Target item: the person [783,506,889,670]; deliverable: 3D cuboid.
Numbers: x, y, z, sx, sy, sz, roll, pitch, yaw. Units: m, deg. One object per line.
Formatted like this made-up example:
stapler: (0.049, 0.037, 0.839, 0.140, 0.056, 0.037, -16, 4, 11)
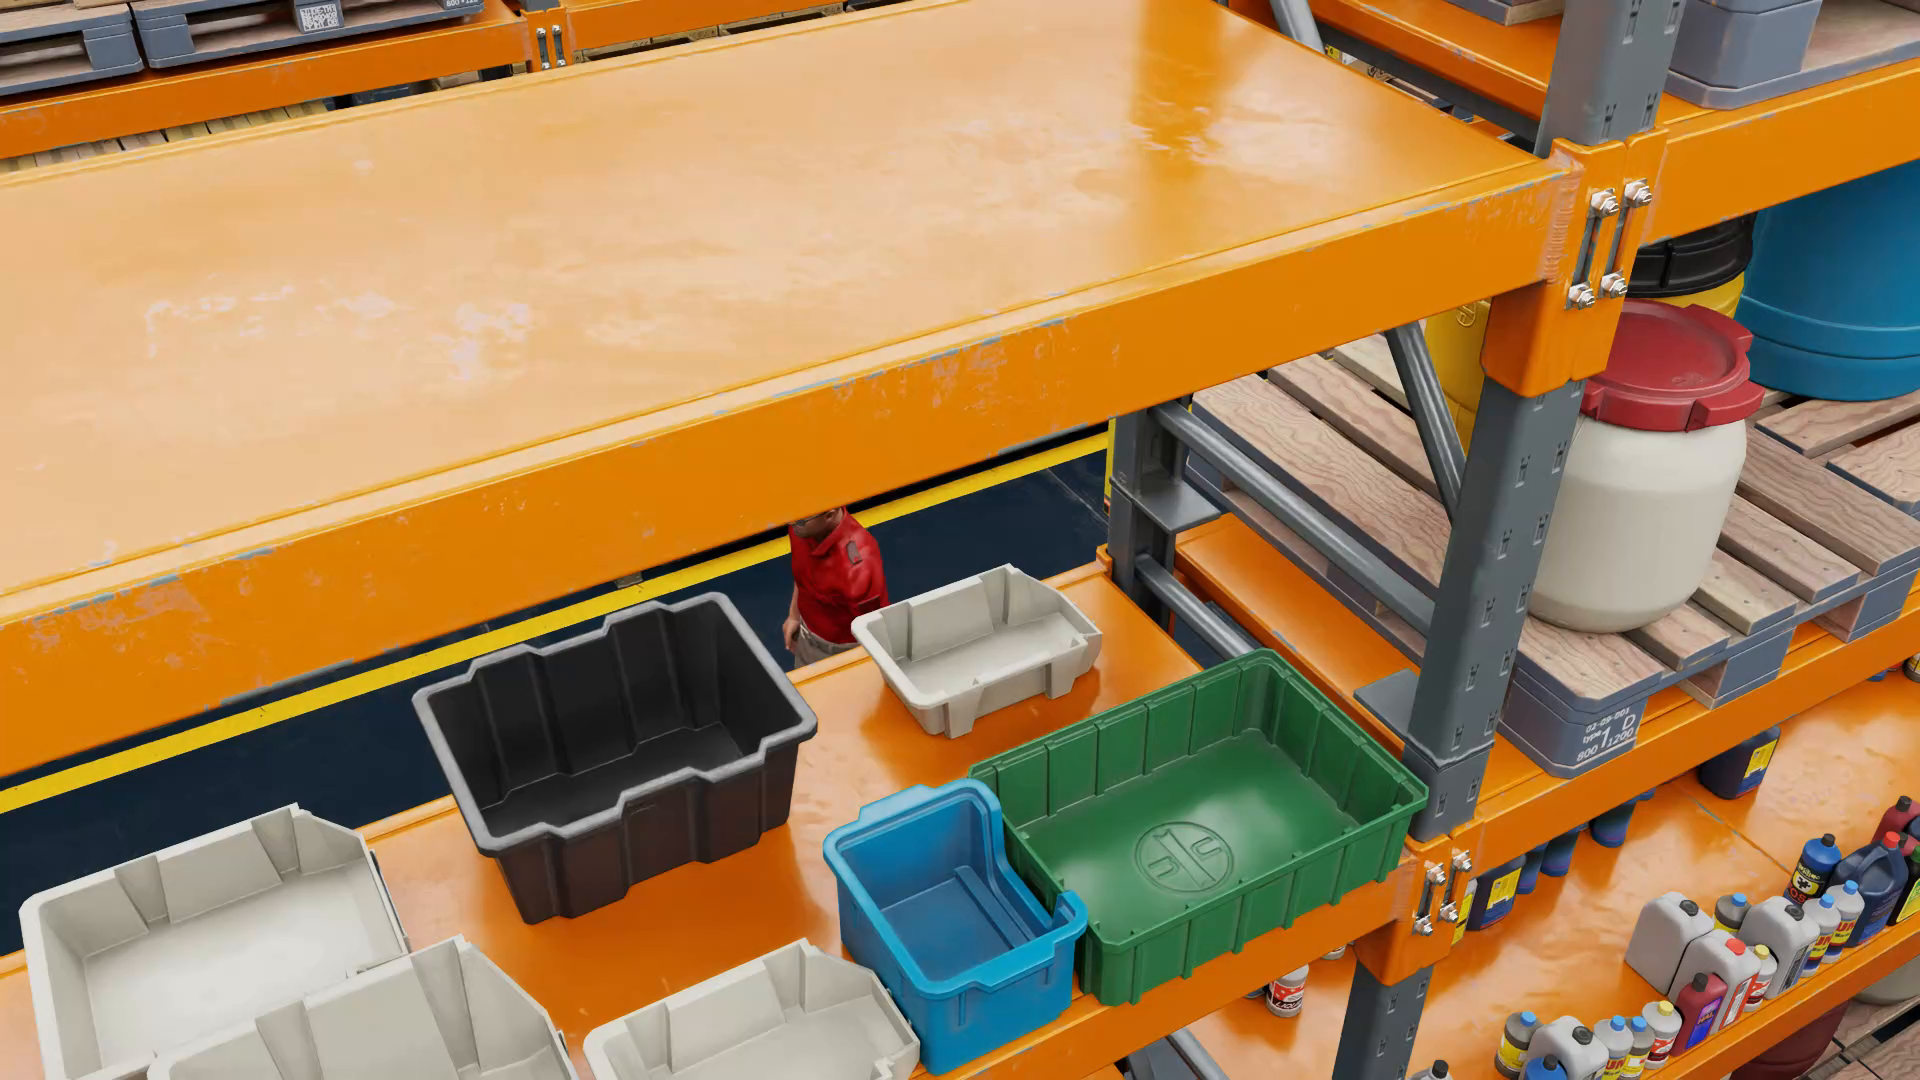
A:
person: (-0.474, 0.433, 6.356, 0.385, 1.728, 0.604, -21, 41, -26)
